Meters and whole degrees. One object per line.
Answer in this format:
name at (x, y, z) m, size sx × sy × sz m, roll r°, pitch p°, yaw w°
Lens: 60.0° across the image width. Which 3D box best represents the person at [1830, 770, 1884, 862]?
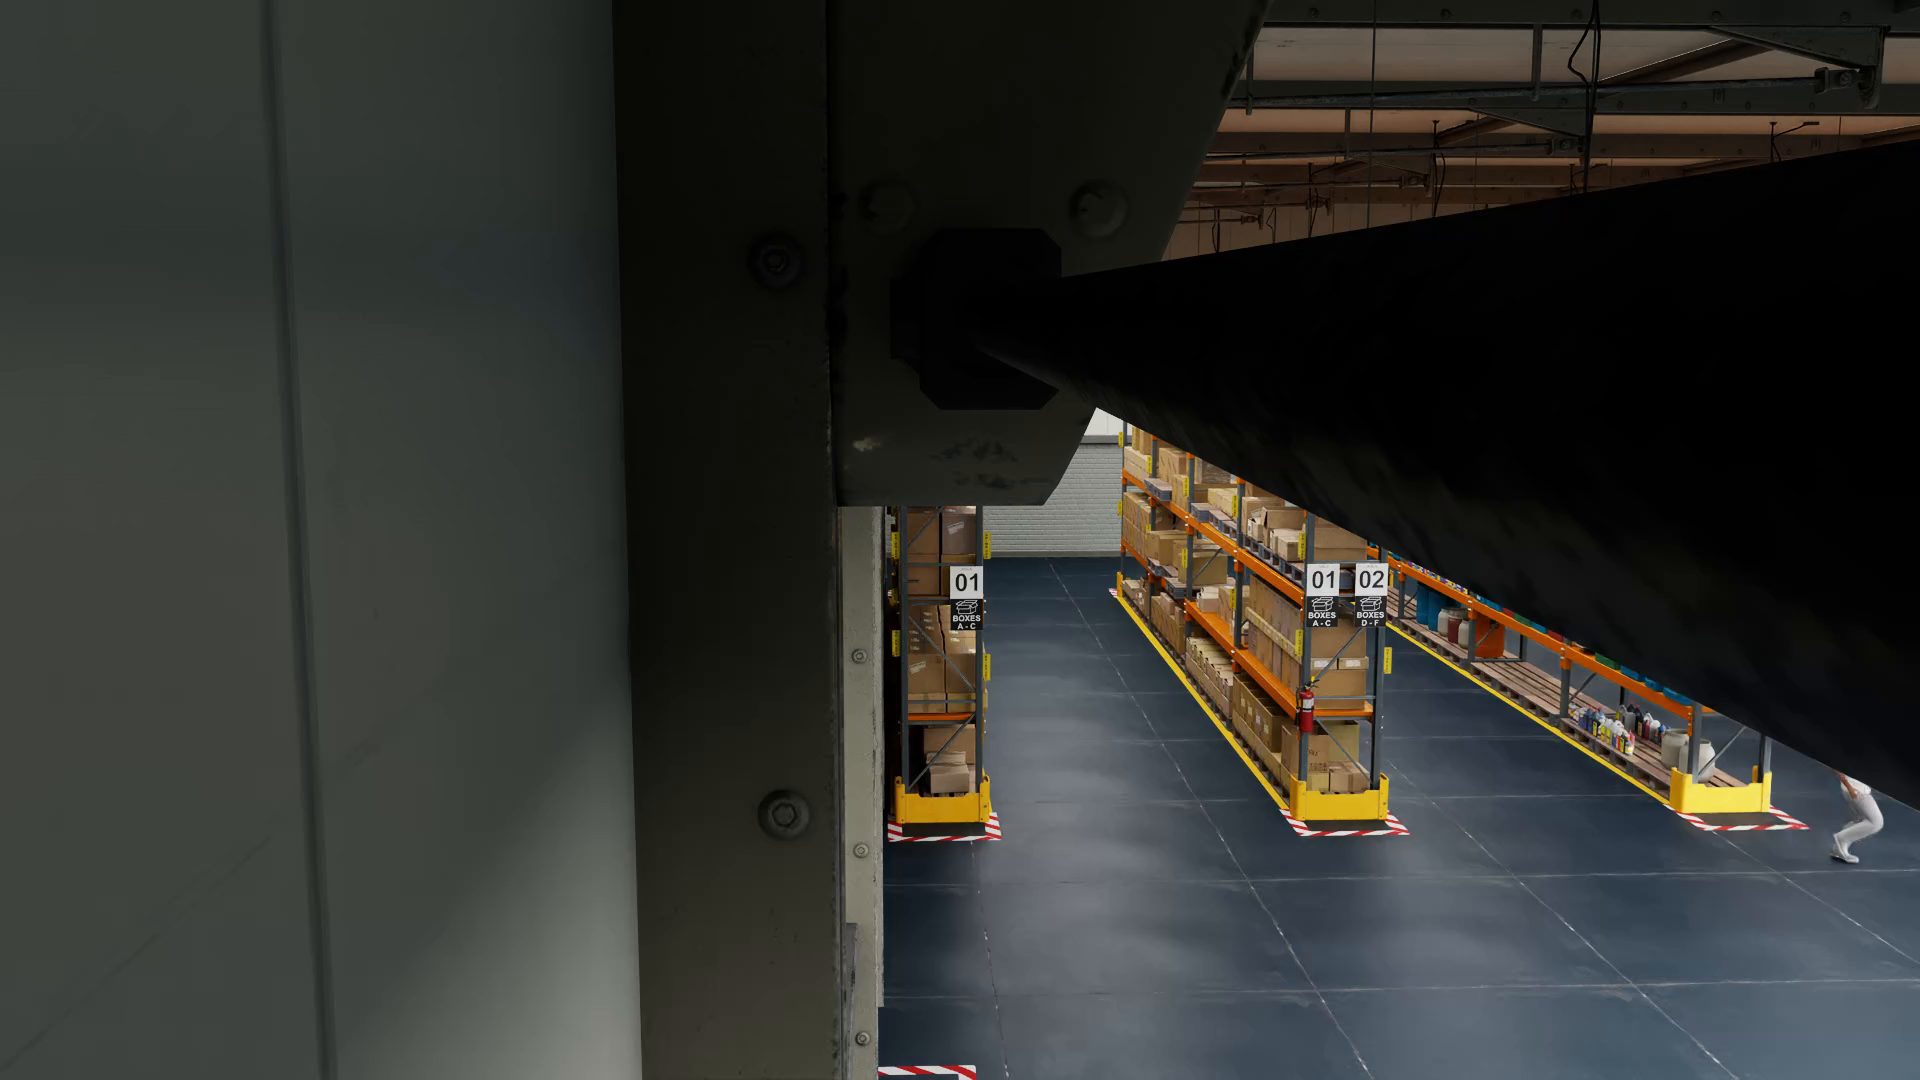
person at (10.274, 2.864, 18.925) m, size 0.554 × 1.661 × 0.565 m, roll 5°, pitch 10°, yaw 33°
